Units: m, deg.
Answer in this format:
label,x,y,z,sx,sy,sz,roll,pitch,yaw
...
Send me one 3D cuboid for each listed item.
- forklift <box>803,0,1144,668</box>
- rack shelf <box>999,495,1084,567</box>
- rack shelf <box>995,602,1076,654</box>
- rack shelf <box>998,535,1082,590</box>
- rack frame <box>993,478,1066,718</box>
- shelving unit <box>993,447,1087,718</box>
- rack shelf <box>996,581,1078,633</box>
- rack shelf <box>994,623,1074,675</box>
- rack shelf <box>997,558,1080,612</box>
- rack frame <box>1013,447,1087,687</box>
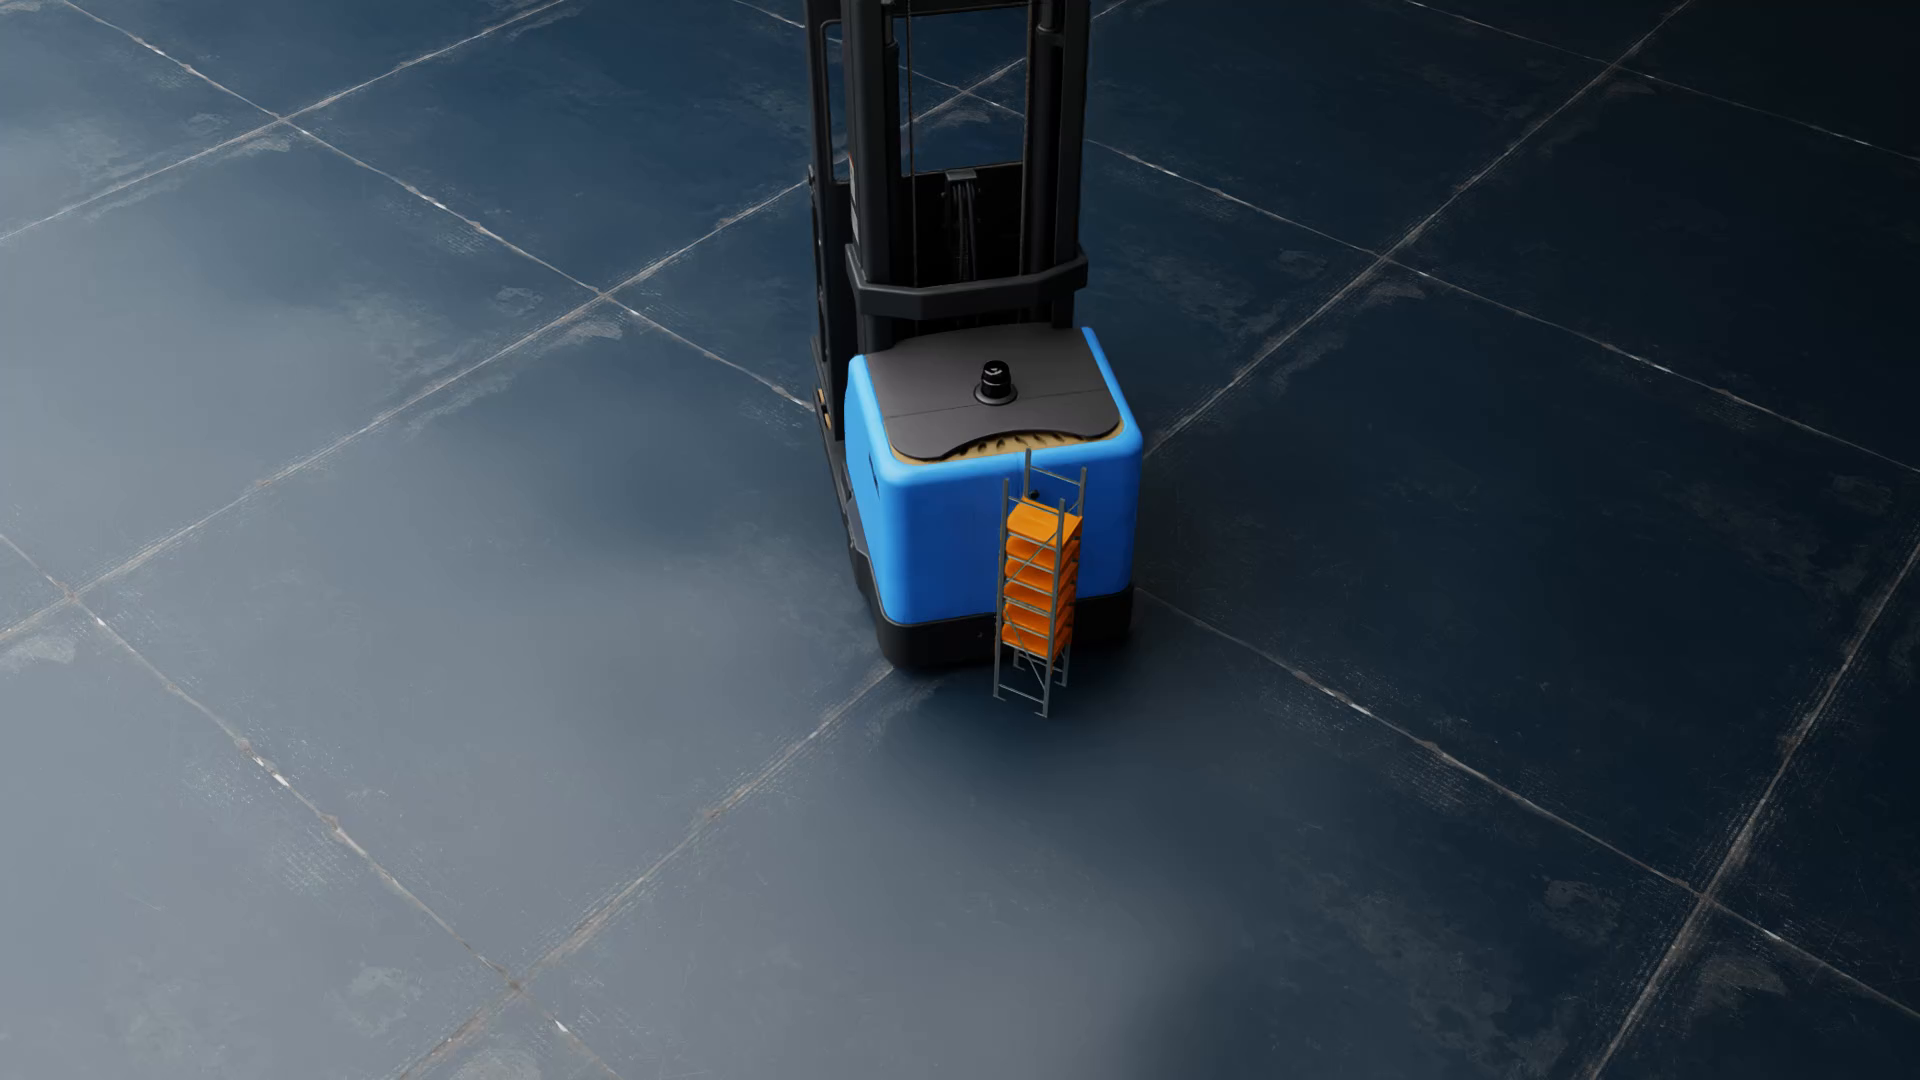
label,x,y,z,sx,sy,sz,roll,pitch,yaw
forklift,-0.095,-1.567,6.977,1.130,2.935,3.031,-8,43,-9
rack shelf,0.299,-0.035,6.099,0.258,0.103,0.180,21,48,18
rack shelf,0.291,0.305,6.438,0.258,0.103,0.180,21,48,18
rack shelf,0.297,0.050,6.184,0.258,0.103,0.180,21,48,18
rack frame,0.252,0.246,6.263,0.240,1.200,0.006,21,48,18
shelving unit,0.294,0.189,6.322,0.258,1.200,0.189,21,48,18
rack shelf,0.293,0.220,6.353,0.258,0.103,0.180,21,48,18
rack shelf,0.289,0.390,6.522,0.258,0.103,0.180,21,48,18
rack shelf,0.295,0.135,6.268,0.258,0.103,0.180,21,48,18
rack frame,0.336,0.132,6.380,0.240,1.200,0.006,21,48,18
